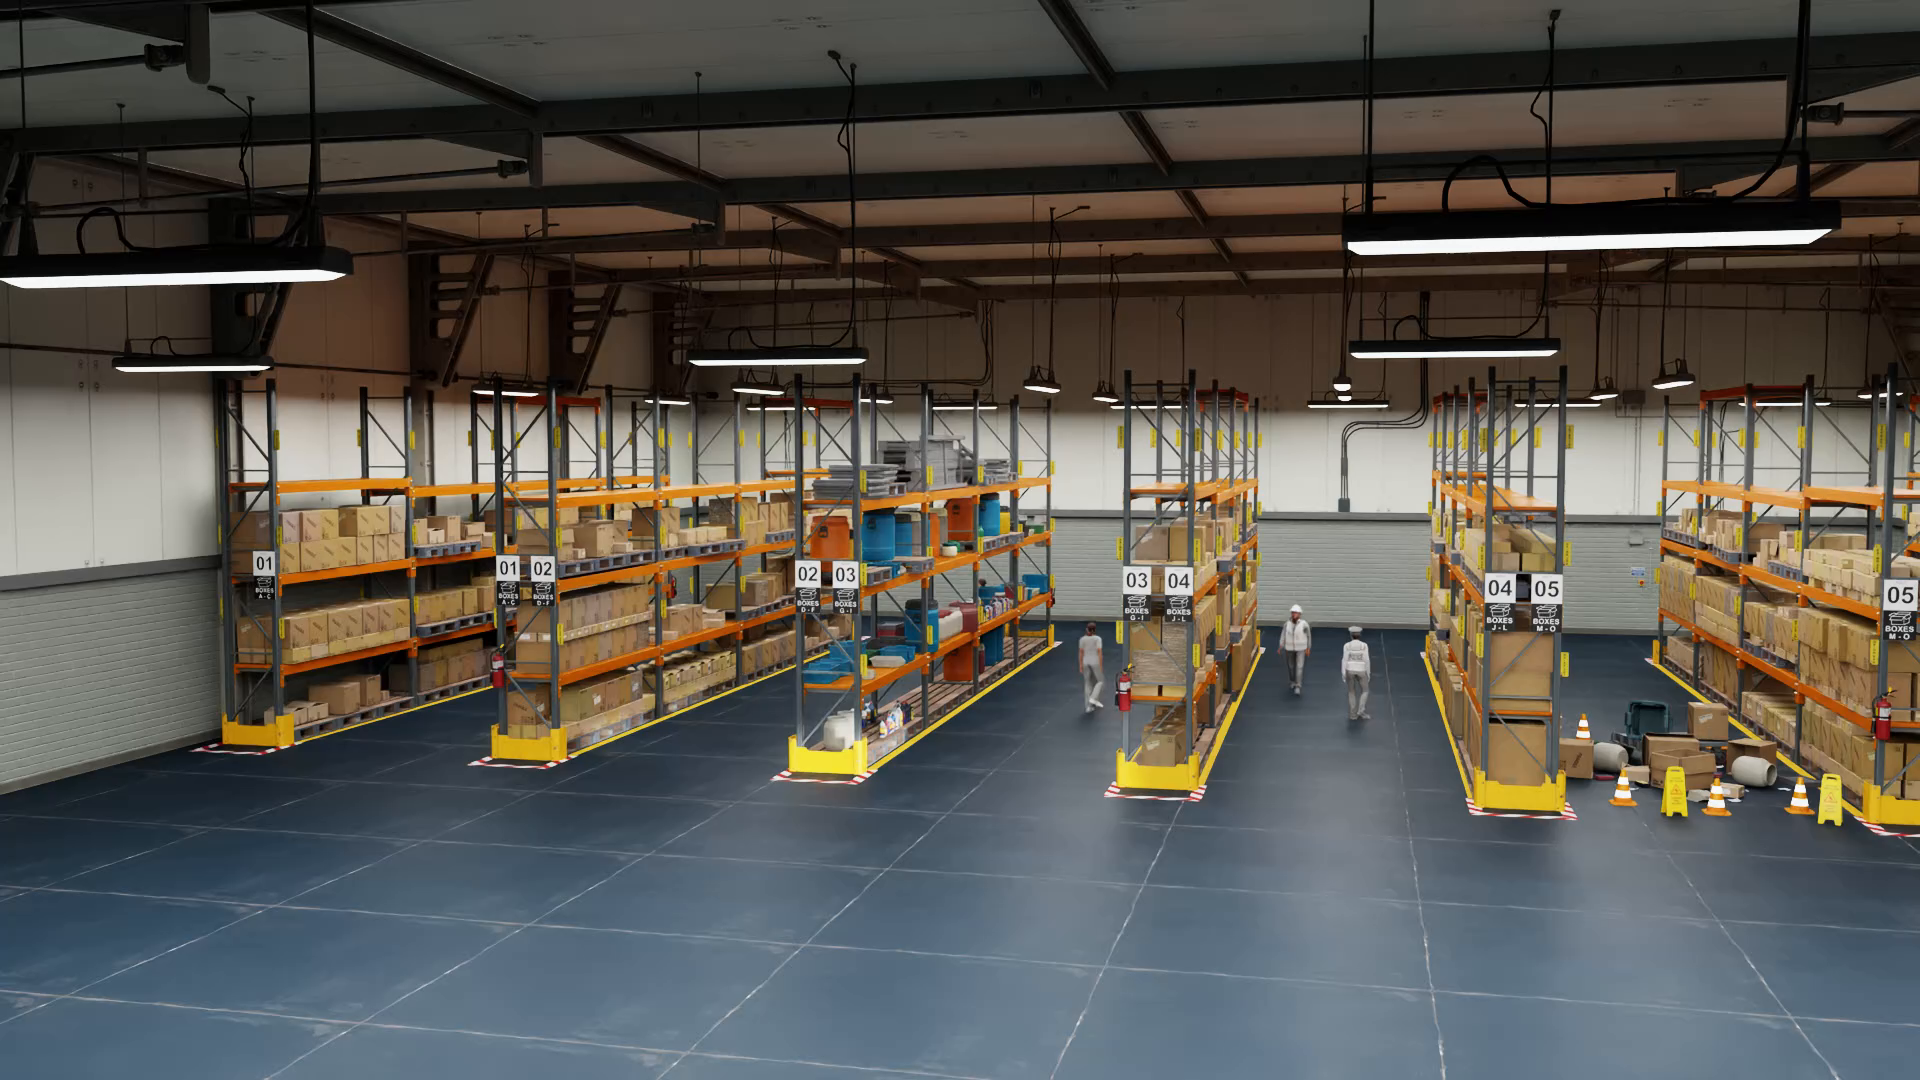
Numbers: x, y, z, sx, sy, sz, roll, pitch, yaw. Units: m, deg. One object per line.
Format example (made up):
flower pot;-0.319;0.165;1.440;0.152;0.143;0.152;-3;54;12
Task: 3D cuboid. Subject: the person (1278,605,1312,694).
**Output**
person;6.638;2.148;32.943;0.634;1.712;1.069;1;4;16

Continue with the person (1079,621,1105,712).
person;2.418;2.325;30.647;0.494;1.661;0.471;1;4;24

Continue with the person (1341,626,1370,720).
person;7.076;2.389;29.711;0.513;1.674;0.516;1;4;14

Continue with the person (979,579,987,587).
person;0.463;1.777;39.998;0.600;1.690;0.504;0;3;5
